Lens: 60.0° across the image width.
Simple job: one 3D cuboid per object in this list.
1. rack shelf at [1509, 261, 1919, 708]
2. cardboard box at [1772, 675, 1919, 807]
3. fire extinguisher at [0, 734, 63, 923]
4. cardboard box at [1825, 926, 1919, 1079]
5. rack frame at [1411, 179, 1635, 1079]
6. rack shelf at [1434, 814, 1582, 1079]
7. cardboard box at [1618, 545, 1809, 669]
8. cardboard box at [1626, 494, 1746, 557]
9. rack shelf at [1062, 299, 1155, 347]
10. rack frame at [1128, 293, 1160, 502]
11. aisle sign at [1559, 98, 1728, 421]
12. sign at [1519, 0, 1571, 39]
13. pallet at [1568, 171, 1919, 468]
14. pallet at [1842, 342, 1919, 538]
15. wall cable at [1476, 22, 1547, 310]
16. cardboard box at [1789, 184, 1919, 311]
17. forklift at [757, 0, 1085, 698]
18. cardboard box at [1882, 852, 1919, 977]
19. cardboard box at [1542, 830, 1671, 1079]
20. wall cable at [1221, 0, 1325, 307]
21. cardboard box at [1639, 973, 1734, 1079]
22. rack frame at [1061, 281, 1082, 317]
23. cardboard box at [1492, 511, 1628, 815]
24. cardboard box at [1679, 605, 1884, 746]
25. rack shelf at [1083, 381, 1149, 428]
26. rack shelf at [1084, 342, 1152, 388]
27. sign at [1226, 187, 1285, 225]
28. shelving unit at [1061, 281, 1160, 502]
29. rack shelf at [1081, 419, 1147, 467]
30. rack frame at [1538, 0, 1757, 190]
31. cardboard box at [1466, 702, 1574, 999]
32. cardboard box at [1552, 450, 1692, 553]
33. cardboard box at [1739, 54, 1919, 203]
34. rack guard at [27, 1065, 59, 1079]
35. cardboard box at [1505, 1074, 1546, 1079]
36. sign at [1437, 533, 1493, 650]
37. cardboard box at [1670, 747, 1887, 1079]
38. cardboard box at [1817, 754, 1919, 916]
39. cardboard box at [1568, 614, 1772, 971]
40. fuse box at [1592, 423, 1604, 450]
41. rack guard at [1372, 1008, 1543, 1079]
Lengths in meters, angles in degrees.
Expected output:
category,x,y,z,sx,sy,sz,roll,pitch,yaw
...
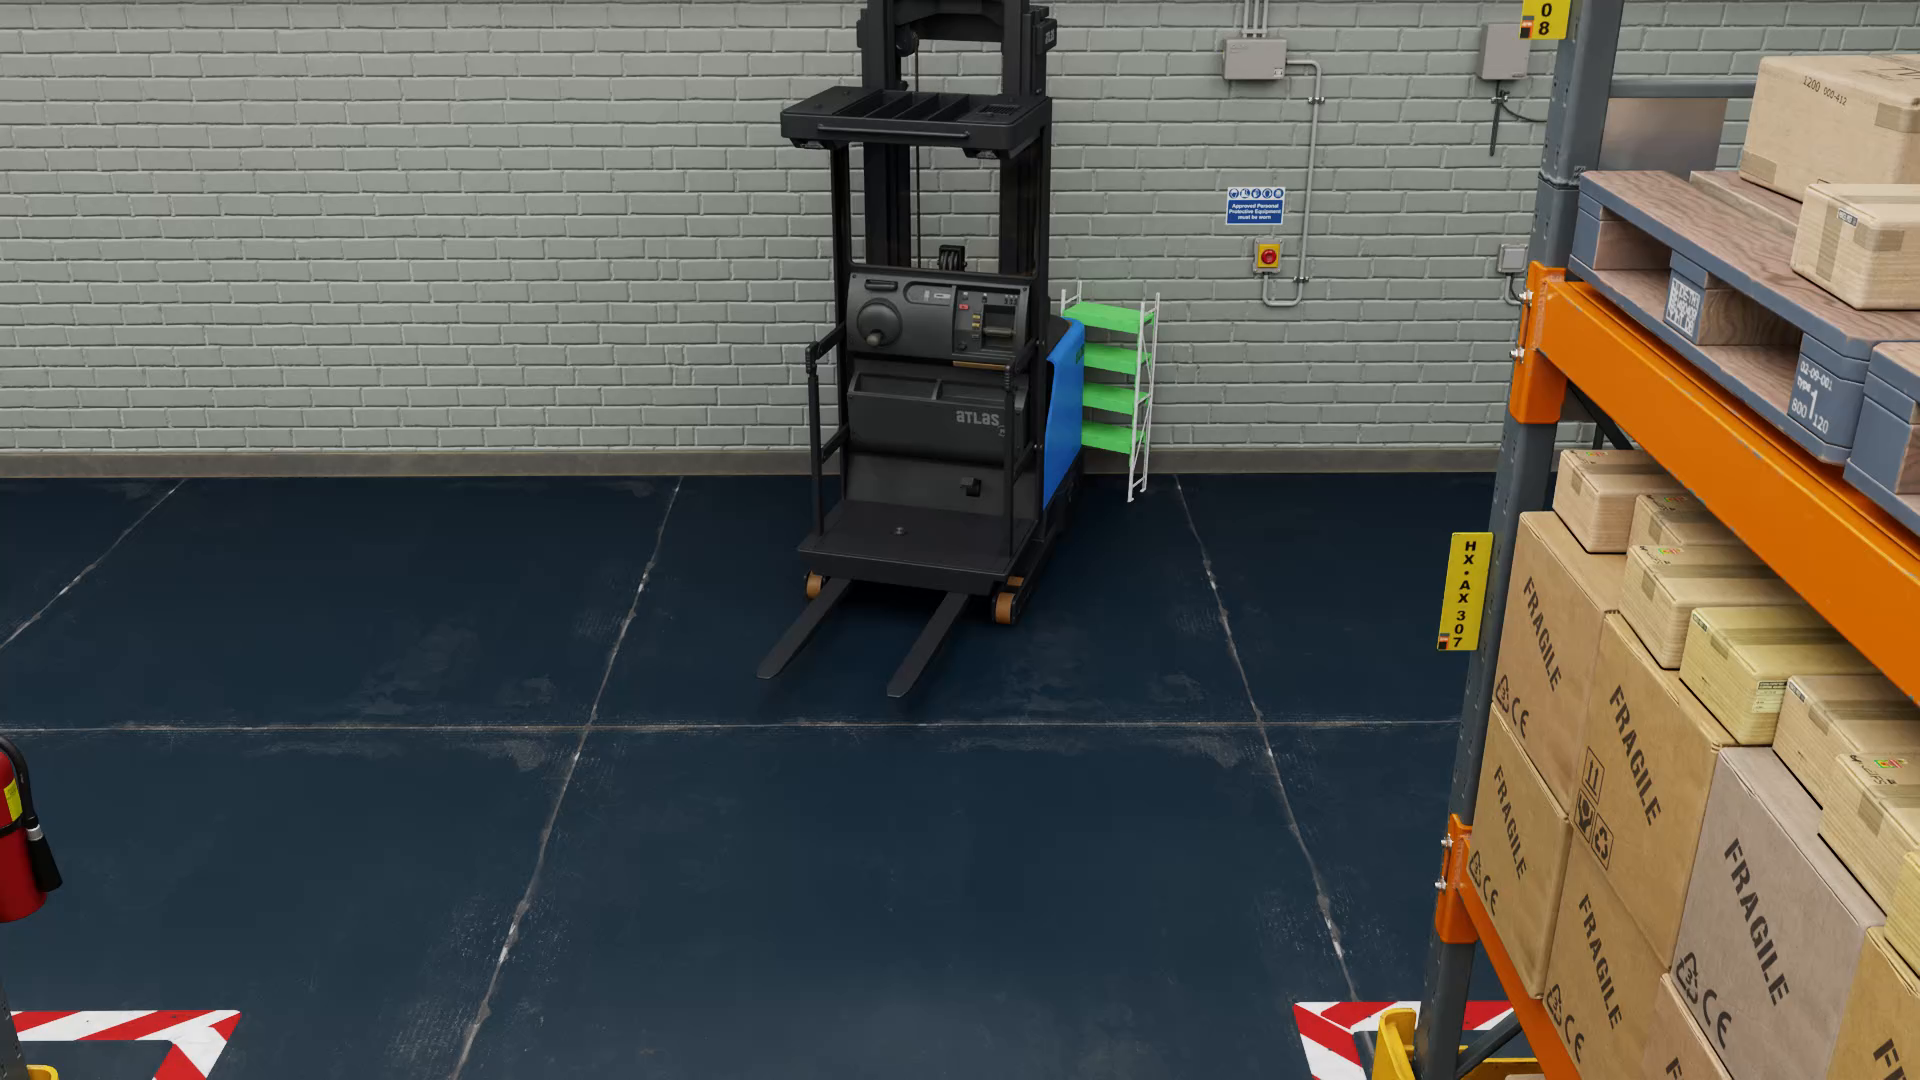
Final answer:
category,x,y,z,sx,sy,sz,roll,pitch,yaw
rack shelf,1.844,0.347,2.075,1.077,0.370,4.000,0,24,-1
cardboard box,1.587,0.345,2.726,0.380,0.149,0.250,0,24,0
fire extinguisher,-2.668,0.725,4.553,0.296,0.674,0.183,0,24,-1
cardboard box,1.574,0.890,2.306,0.500,0.500,0.500,0,24,0
rack frame,1.822,0.562,4.367,1.000,3.000,0.127,0,24,-1
rack shelf,1.844,1.714,2.693,1.077,0.370,4.000,0,24,-1
cardboard box,1.511,0.128,3.205,0.380,0.149,0.250,0,24,1
cardboard box,1.623,0.021,3.443,0.380,0.149,0.250,0,24,1
rack shelf,0.854,-1.245,9.526,0.480,0.148,0.258,13,26,25
rack frame,1.059,-0.813,9.587,0.015,1.200,0.240,13,26,25
aisle sign,1.531,-0.651,3.894,0.394,0.787,0.004,0,24,-1
sign,1.267,-1.239,3.553,0.100,0.325,0.005,0,24,-1
pallet,1.840,-0.459,3.092,1.003,0.211,1.213,0,24,-1
pallet,1.856,0.045,1.977,1.003,0.211,1.213,0,24,-1
wall cable,3.155,-2.235,9.320,0.588,1.984,0.122,0,24,-1
cardboard box,1.604,-0.478,2.700,0.380,0.149,0.250,1,24,1
forklift,-0.169,-1.088,8.100,1.130,2.935,3.031,7,25,14
cardboard box,1.524,0.552,2.267,0.380,0.149,0.250,-1,24,-2
cardboard box,1.573,0.924,3.446,0.500,0.500,0.500,-1,24,-1
wall cable,1.737,-2.239,9.289,0.585,1.953,0.123,0,24,-1
cardboard box,1.561,1.134,2.982,0.500,0.500,0.500,0,24,-1
rack frame,0.630,-0.914,9.797,0.015,1.200,0.240,13,26,25
cardboard box,1.542,0.260,3.701,0.500,0.500,0.500,-1,24,-2
cardboard box,1.532,0.237,2.965,0.380,0.149,0.250,-1,24,-2
rack shelf,0.843,-0.805,9.718,0.480,0.148,0.258,13,26,25
rack shelf,0.848,-1.025,9.622,0.480,0.148,0.258,13,26,25
sign,1.688,-1.910,9.504,0.327,0.218,0.001,0,24,-1
shelving unit,0.845,-0.863,9.692,0.503,1.200,0.258,13,26,25
rack shelf,0.838,-0.585,9.814,0.480,0.148,0.258,13,26,25
rack frame,1.822,-2.171,3.131,1.000,3.000,0.127,0,24,-1
cardboard box,1.540,0.716,3.907,0.500,0.500,0.500,0,24,-1
cardboard box,1.549,-0.087,3.681,0.380,0.149,0.250,0,24,1
cardboard box,1.917,-0.788,3.264,0.500,0.250,0.500,-2,24,-5
rack guard,-3.126,1.796,4.672,1.175,0.500,0.348,0,24,-1
cardboard box,1.929,1.810,4.208,0.875,0.438,0.875,-1,24,-2
sign,1.267,0.132,4.173,0.100,0.325,0.005,0,24,-1
cardboard box,1.568,0.685,2.761,0.500,0.500,0.500,0,24,-1
cardboard box,1.548,0.448,2.499,0.380,0.149,0.250,0,24,0
cardboard box,1.555,0.473,3.230,0.500,0.500,0.500,-1,24,-2
fuse box,3.839,-1.124,9.658,0.539,1.711,0.414,0,24,-1
rack guard,1.821,1.691,4.904,1.175,0.500,0.348,0,24,-1
